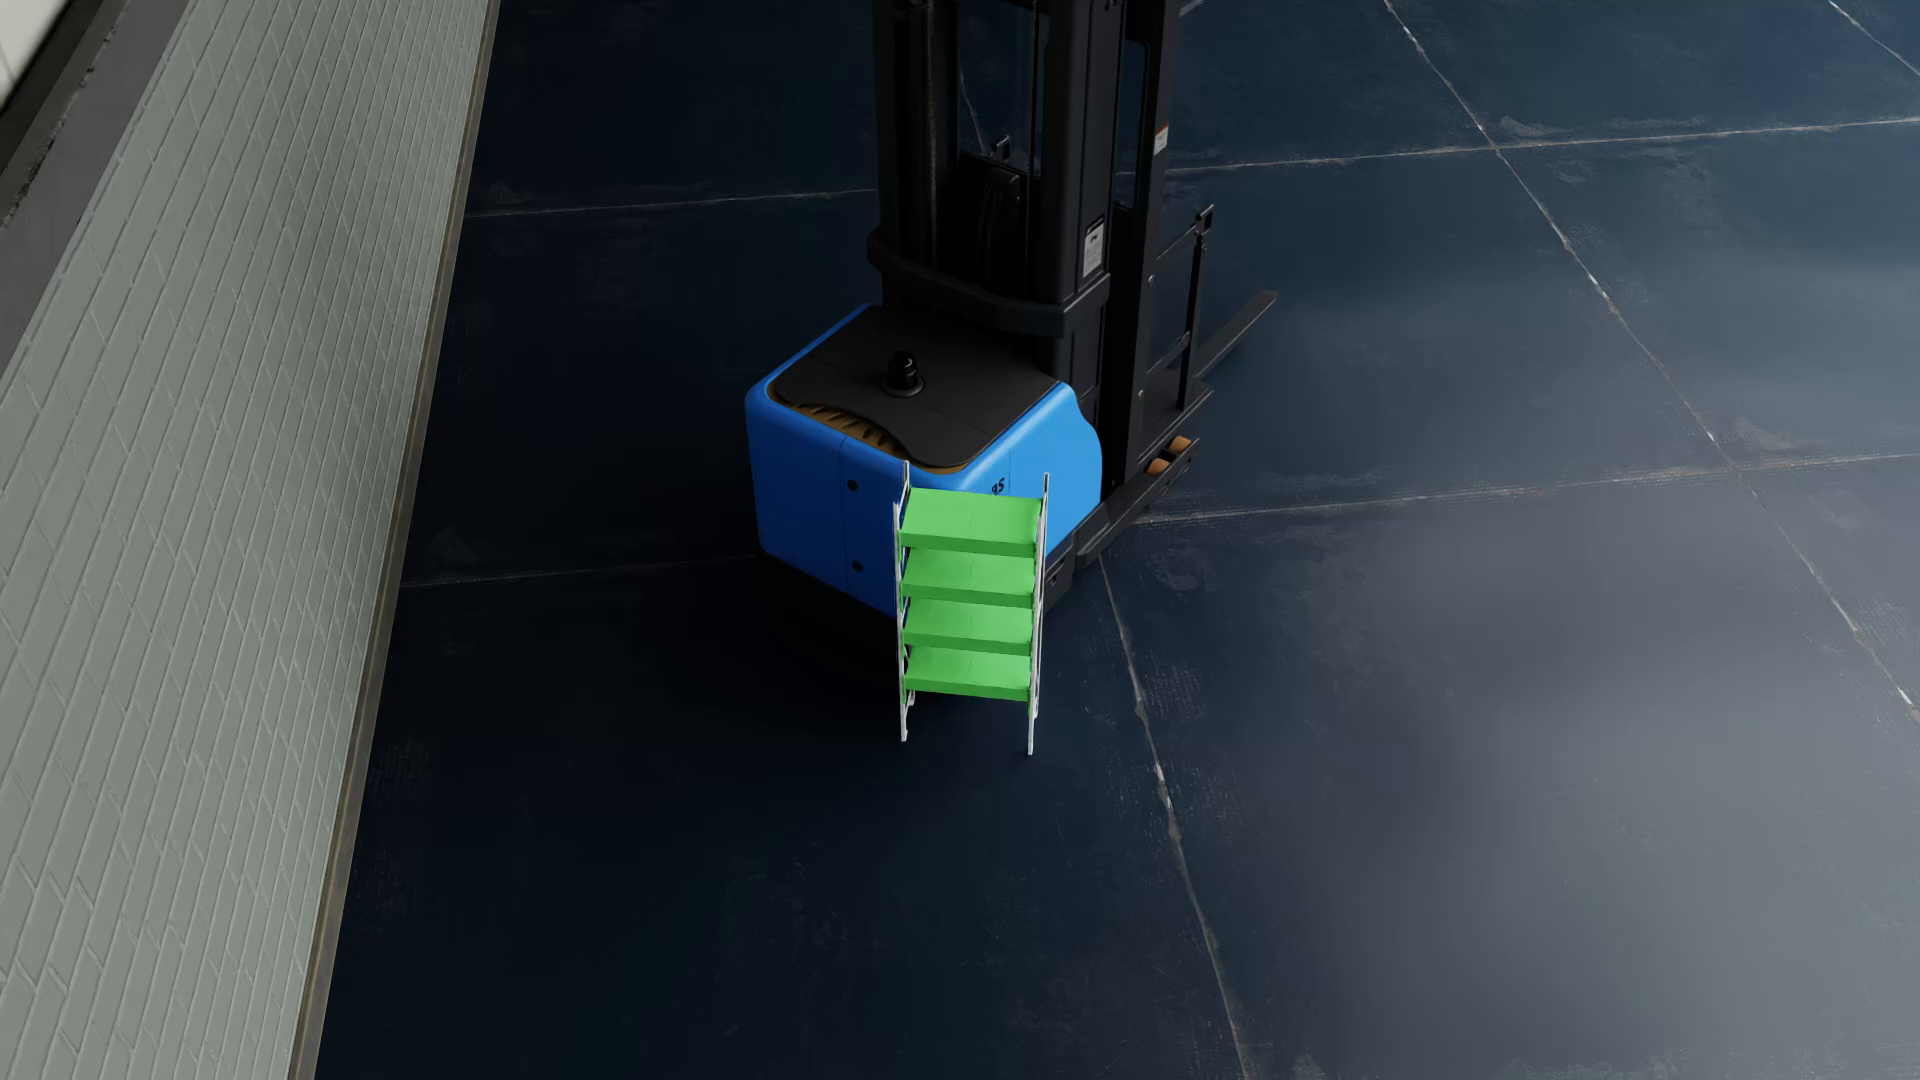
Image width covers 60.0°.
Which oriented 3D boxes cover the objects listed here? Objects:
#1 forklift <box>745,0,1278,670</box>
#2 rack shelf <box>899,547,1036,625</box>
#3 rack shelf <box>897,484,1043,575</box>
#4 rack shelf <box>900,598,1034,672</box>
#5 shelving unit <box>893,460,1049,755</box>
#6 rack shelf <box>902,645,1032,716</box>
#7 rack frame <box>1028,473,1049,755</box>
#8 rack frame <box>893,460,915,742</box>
[{"bbox_3d":[0.434,-1.460,6.680,1.130,2.935,3.031,26,48,26],"label":"forklift"},{"bbox_3d":[0.040,0.141,5.935,0.480,0.148,0.258,5,42,6],"label":"rack shelf"},{"bbox_3d":[0.040,-0.037,5.774,0.480,0.148,0.258,5,42,6],"label":"rack shelf"},{"bbox_3d":[0.040,0.319,6.095,0.480,0.148,0.258,5,42,6],"label":"rack shelf"},{"bbox_3d":[0.040,0.272,6.053,0.503,1.200,0.258,5,42,6],"label":"shelving unit"},{"bbox_3d":[0.040,0.498,6.256,0.480,0.148,0.258,5,42,6],"label":"rack shelf"},{"bbox_3d":[0.282,0.294,6.028,0.015,1.200,0.240,5,42,6],"label":"rack frame"},{"bbox_3d":[-0.202,0.250,6.077,0.015,1.200,0.240,5,42,6],"label":"rack frame"}]
